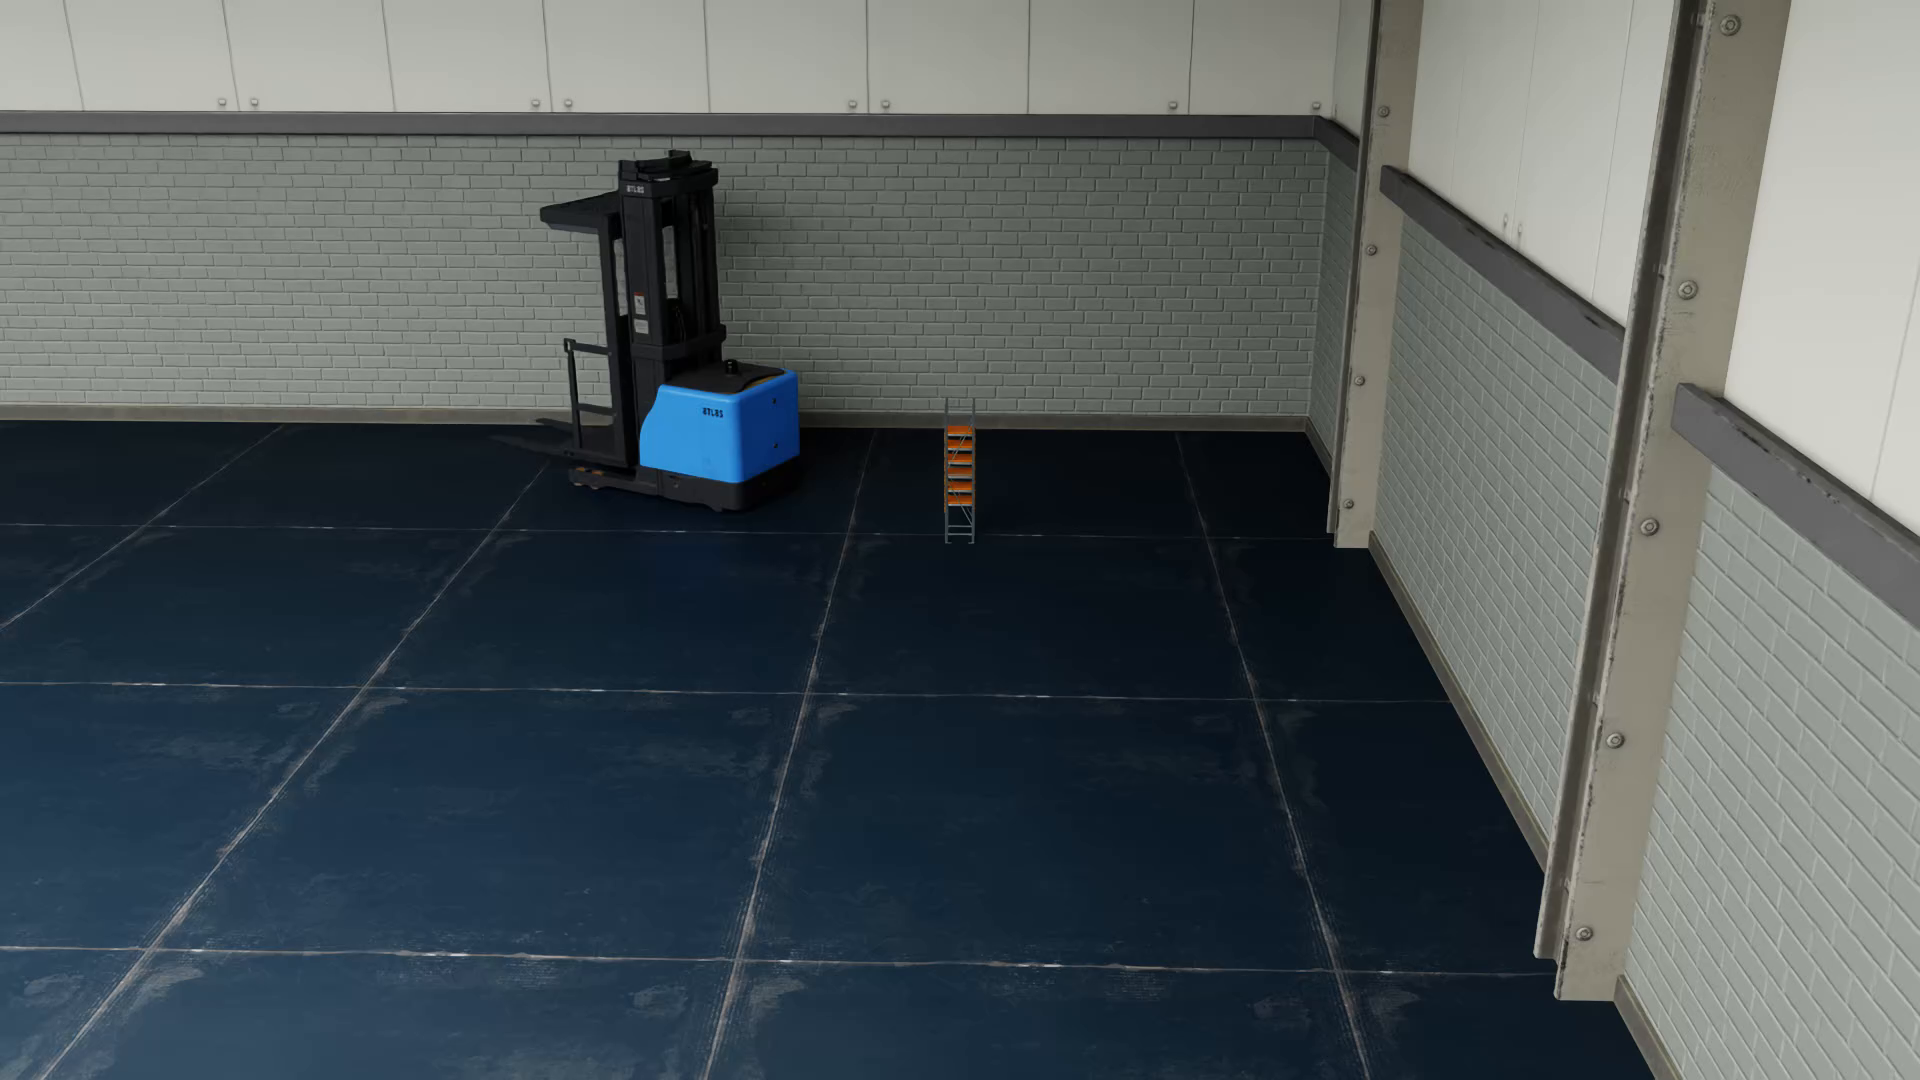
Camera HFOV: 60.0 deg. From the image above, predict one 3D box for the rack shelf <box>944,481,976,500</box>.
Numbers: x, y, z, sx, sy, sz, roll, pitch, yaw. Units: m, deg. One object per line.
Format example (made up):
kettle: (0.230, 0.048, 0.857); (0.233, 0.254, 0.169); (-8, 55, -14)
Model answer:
rack shelf: (0.000, -0.411, 13.678); (0.258, 0.103, 0.180); (1, 21, 2)

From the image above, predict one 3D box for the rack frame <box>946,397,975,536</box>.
rack frame: (0.003, -0.598, 13.704); (0.240, 1.200, 0.006); (1, 21, 2)

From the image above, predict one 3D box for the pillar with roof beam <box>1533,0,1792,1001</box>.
pillar with roof beam: (-1.247, -2.081, 6.745); (9.100, 9.000, 0.400); (1, 21, 2)

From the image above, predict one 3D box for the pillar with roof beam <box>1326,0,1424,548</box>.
pillar with roof beam: (-1.064, -4.250, 12.336); (9.100, 9.000, 0.400); (1, 21, 2)

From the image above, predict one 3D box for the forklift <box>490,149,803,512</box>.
forklift: (-2.963, -1.974, 14.858); (3.031, 2.935, 1.130); (11, 24, 27)

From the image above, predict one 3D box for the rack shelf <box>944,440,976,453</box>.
rack shelf: (0.000, -0.747, 13.548); (0.258, 0.103, 0.180); (1, 21, 2)

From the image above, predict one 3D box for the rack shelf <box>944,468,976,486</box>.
rack shelf: (0.000, -0.523, 13.635); (0.258, 0.103, 0.180); (1, 21, 2)

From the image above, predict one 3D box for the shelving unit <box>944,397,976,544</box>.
shelving unit: (0.000, -0.565, 13.619); (0.258, 1.200, 0.189); (1, 21, 2)

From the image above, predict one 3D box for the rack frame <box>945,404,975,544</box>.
rack frame: (-0.002, -0.532, 13.533); (0.240, 1.200, 0.006); (1, 21, 2)

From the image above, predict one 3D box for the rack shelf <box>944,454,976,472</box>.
rack shelf: (0.000, -0.635, 13.591); (0.258, 0.103, 0.180); (1, 21, 2)

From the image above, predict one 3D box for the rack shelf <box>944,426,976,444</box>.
rack shelf: (0.000, -0.859, 13.505); (0.258, 0.103, 0.180); (1, 21, 2)

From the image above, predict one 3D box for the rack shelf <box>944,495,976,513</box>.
rack shelf: (0.000, -0.299, 13.722); (0.258, 0.103, 0.180); (1, 21, 2)
